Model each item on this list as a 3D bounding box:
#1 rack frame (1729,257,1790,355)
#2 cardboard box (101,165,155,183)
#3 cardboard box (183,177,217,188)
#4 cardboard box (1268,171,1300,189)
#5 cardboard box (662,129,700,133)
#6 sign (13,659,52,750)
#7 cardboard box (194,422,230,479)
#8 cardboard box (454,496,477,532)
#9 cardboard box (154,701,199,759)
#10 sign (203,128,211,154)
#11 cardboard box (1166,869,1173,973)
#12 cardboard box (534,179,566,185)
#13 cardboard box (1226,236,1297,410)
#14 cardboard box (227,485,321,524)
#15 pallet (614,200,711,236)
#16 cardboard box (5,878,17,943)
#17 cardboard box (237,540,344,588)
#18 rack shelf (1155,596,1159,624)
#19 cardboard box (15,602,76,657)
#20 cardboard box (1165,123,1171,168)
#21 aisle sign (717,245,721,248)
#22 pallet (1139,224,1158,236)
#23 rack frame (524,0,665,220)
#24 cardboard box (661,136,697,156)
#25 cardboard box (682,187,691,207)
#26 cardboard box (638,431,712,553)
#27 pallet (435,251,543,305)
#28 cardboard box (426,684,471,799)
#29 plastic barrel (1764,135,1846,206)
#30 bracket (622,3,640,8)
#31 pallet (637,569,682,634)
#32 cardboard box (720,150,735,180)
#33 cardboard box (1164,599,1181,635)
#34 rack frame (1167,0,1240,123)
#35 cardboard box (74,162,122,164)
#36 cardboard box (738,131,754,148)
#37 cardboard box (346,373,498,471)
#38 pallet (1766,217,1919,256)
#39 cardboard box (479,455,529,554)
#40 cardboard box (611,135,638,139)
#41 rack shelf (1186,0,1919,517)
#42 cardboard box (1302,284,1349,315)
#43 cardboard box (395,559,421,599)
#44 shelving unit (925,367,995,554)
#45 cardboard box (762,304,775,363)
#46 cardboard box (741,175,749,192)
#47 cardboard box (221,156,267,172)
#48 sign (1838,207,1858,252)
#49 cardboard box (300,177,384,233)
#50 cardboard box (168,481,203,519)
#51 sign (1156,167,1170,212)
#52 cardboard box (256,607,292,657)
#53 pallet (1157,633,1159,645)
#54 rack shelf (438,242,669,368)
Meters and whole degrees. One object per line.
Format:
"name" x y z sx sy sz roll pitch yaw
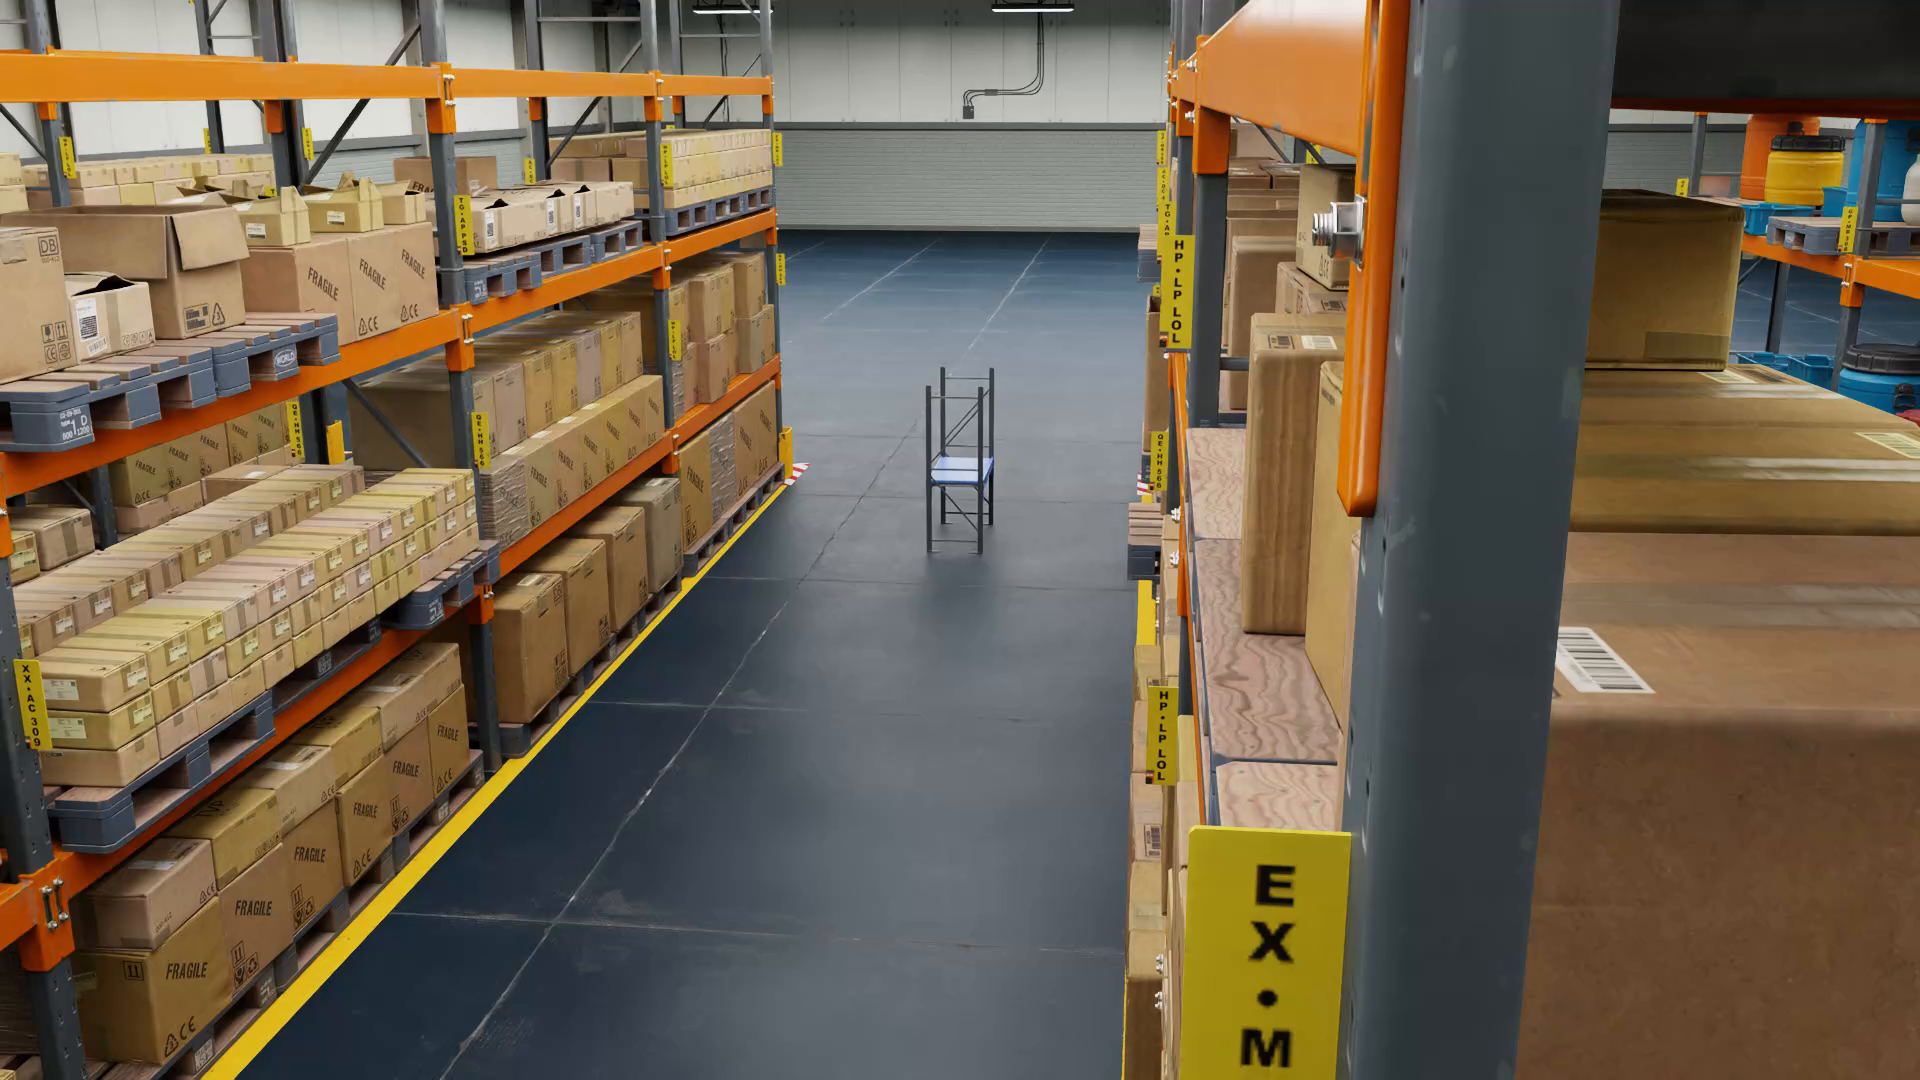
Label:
"rack frame" 7.448 -1.821 16.239 1.000 3.000 0.127 2 15 6
"cardboard box" -7.316 -3.209 14.579 0.380 0.149 0.250 2 15 6
"cardboard box" -7.277 -3.241 15.462 0.500 0.250 0.500 2 15 7
"cardboard box" 1.932 -1.744 9.058 0.500 0.500 0.500 2 15 7
"cardboard box" -2.774 -3.960 16.359 0.380 0.149 0.250 2 15 7
"sign" -3.204 0.569 5.741 0.100 0.325 0.005 2 15 6
"cardboard box" -7.328 -0.878 15.776 0.500 0.500 0.500 3 15 9
"cardboard box" -2.896 -0.148 9.158 0.380 0.149 0.250 2 15 7
"cardboard box" -3.217 0.731 6.478 0.380 0.149 0.250 2 15 7
"sign" -7.859 -4.145 17.411 0.100 0.325 0.005 2 15 6
"cardboard box" 0.859 1.188 4.827 0.500 0.250 0.500 1 15 5
"cardboard box" -3.158 -2.587 12.585 0.258 0.266 0.396 1 15 5
"cardboard box" 1.228 -0.705 5.367 0.700 0.500 0.500 2 15 8
"cardboard box" -3.597 -0.186 8.728 0.380 0.149 0.250 2 15 6
"pallet" -2.739 -2.719 13.983 1.003 0.211 1.213 2 15 6
"cardboard box" -3.912 1.414 6.821 0.500 0.250 0.500 1 15 5
"cardboard box" -3.071 0.110 7.633 0.380 0.149 0.250 2 15 8
"rack shelf" 1.850 -0.064 11.118 1.077 0.370 4.000 2 15 6
"cardboard box" -3.832 0.358 6.718 0.380 0.149 0.250 1 15 4
"cardboard box" 2.091 -3.471 14.875 0.500 0.500 0.500 2 15 6
"aisle sign" -2.680 -3.422 17.177 0.394 0.787 0.004 2 15 6
"pallet" 1.900 -2.130 11.994 1.213 0.211 1.003 2 15 6
"rack frame" -2.842 -3.998 12.796 1.000 3.000 0.127 2 15 6
"cardboard box" -2.406 -3.281 13.848 0.380 0.149 0.250 2 15 6
"cardboard box" -2.436 -2.831 13.713 0.380 0.149 0.250 2 15 6
"cardboard box" -2.701 -0.440 14.397 0.875 0.875 0.875 2 15 7
"pallet" -3.273 -1.590 9.999 1.213 0.211 1.003 2 15 9
"cardboard box" -3.108 1.118 9.354 0.500 0.500 0.500 2 15 6
"plastic barrel" 7.445 -3.263 14.661 0.600 0.588 0.600 0 15 0
"bracket" -9.241 -15.223 47.414 0.076 0.066 3.189 2 15 6
"pallet" -2.854 0.446 13.195 1.003 0.211 1.213 2 15 6
"cardboard box" -2.340 -3.384 14.993 0.500 0.250 0.500 2 15 7
"cardboard box" 1.130 0.574 7.190 0.500 0.500 0.500 2 15 6
"rack frame" 2.527 -4.863 15.996 1.000 3.000 0.127 2 15 6
"cardboard box" -7.873 -3.360 15.138 0.380 0.149 0.250 2 15 7
"cardboard box" -2.177 -3.806 15.791 0.380 0.149 0.250 2 15 7
"cardboard box" -3.232 -0.712 10.028 0.700 0.500 0.500 2 15 6
"pallet" 6.981 -2.331 12.738 1.213 0.211 1.003 2 15 6
"cardboard box" -2.974 -0.221 10.131 0.500 0.500 0.500 2 15 7
"cardboard box" -3.004 -3.432 14.406 0.380 0.149 0.250 2 15 6
"rack shelf" 0.947 -0.692 2.713 1.077 0.370 4.000 2 15 6
"cardboard box" 1.079 -0.258 3.524 0.700 0.500 0.500 2 15 9
"cardboard box" -2.982 0.191 8.474 0.380 0.149 0.250 1 15 6
"shelving unit" 0.010 -0.746 15.136 0.538 1.500 1.048 2 15 6
"cardboard box" -2.387 -2.114 17.035 0.875 0.550 0.550 2 15 6
"cardboard box" -2.206 -3.357 15.657 0.380 0.149 0.250 1 15 5
"cardboard box" -7.143 -3.742 16.549 0.380 0.149 0.250 2 15 6
"sign" 6.451 -2.255 12.080 0.100 0.325 0.005 2 15 6
"cardboard box" -3.124 -1.684 8.328 0.396 0.266 0.258 2 15 6
"cardboard box" -7.388 -0.381 15.375 0.500 0.250 0.500 3 15 9
"sign" 1.535 -2.641 12.535 0.100 0.325 0.005 2 15 6
"cardboard box" -3.130 0.387 7.178 0.380 0.149 0.250 2 15 9
"pallet" 1.854 0.936 11.386 1.003 0.211 1.213 2 15 6
"rack shelf" -3.067 -1.684 11.363 1.077 0.370 4.000 2 15 6
